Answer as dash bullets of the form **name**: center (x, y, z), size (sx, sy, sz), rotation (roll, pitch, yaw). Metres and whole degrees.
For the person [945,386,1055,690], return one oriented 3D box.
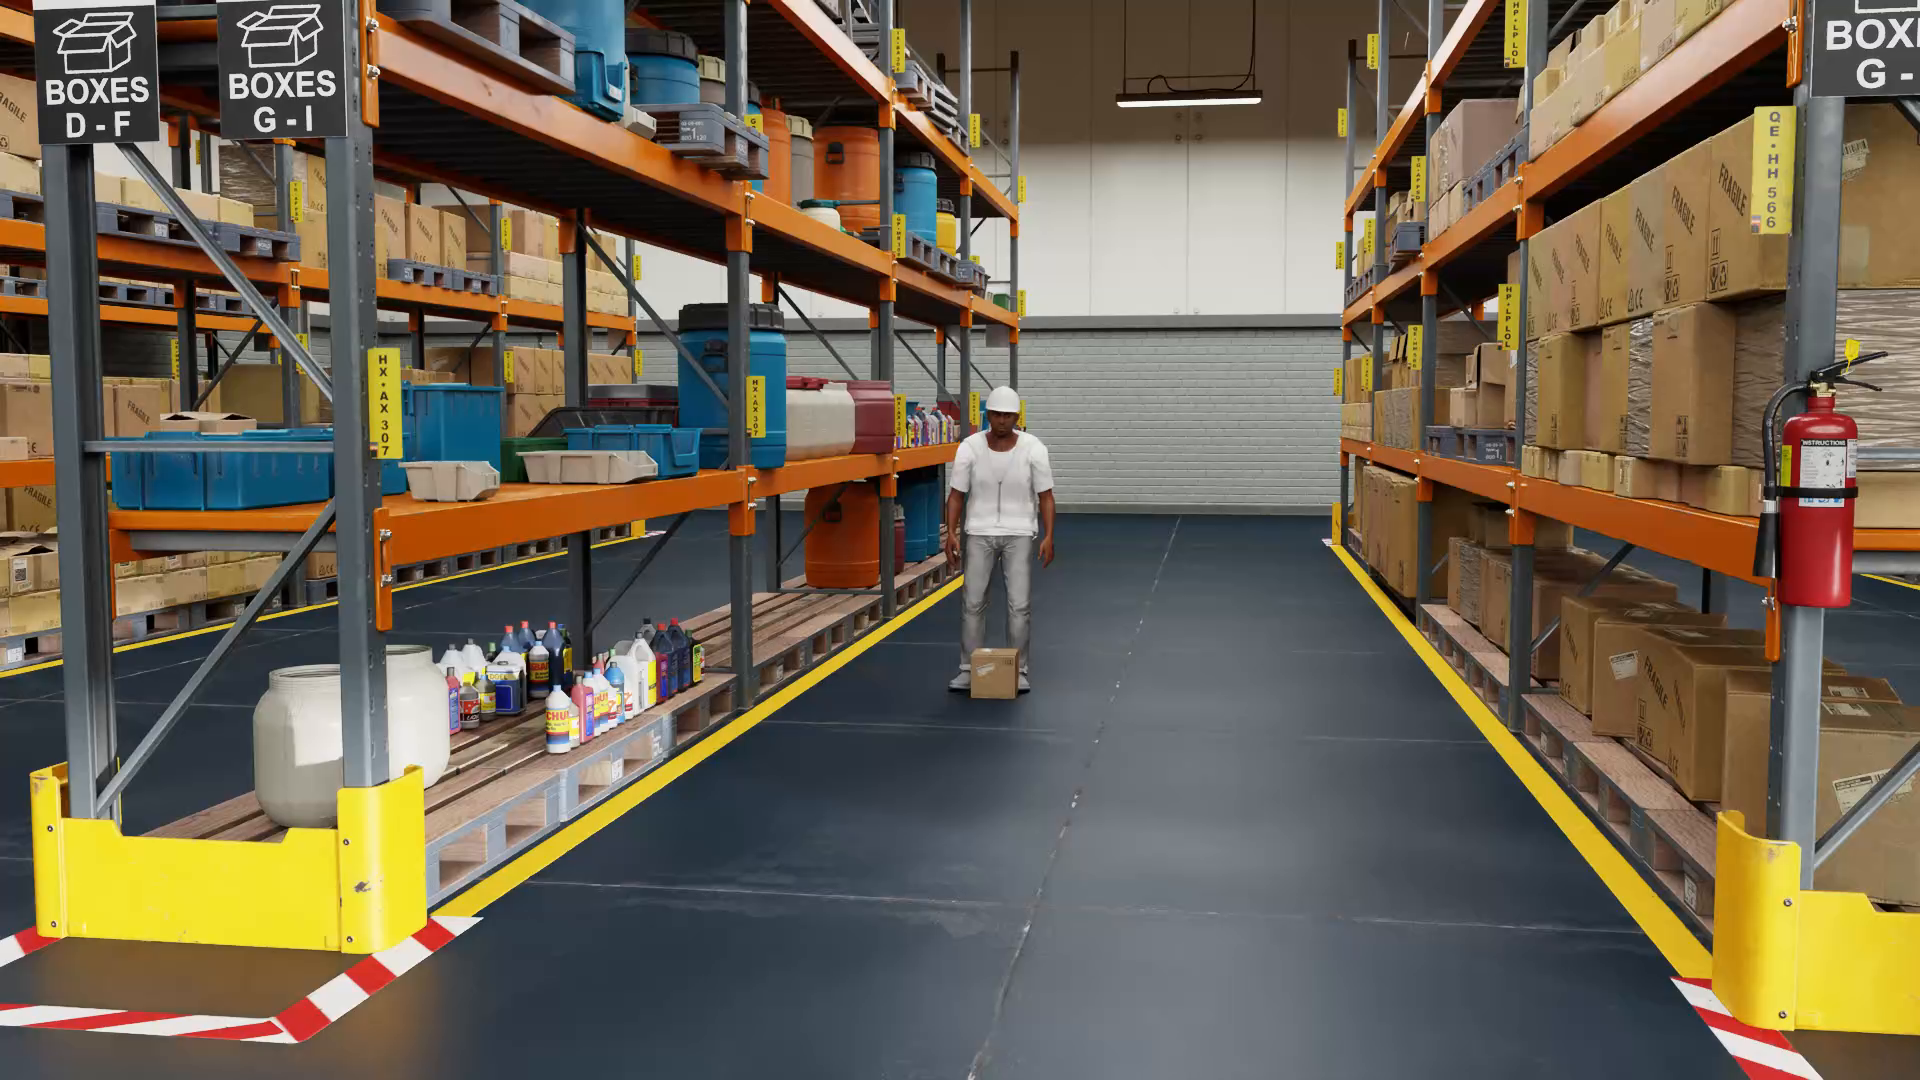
- **person**: center (0.232, -0.007, 9.640), size (0.637, 1.757, 0.455), rotation (0, 4, 6)
